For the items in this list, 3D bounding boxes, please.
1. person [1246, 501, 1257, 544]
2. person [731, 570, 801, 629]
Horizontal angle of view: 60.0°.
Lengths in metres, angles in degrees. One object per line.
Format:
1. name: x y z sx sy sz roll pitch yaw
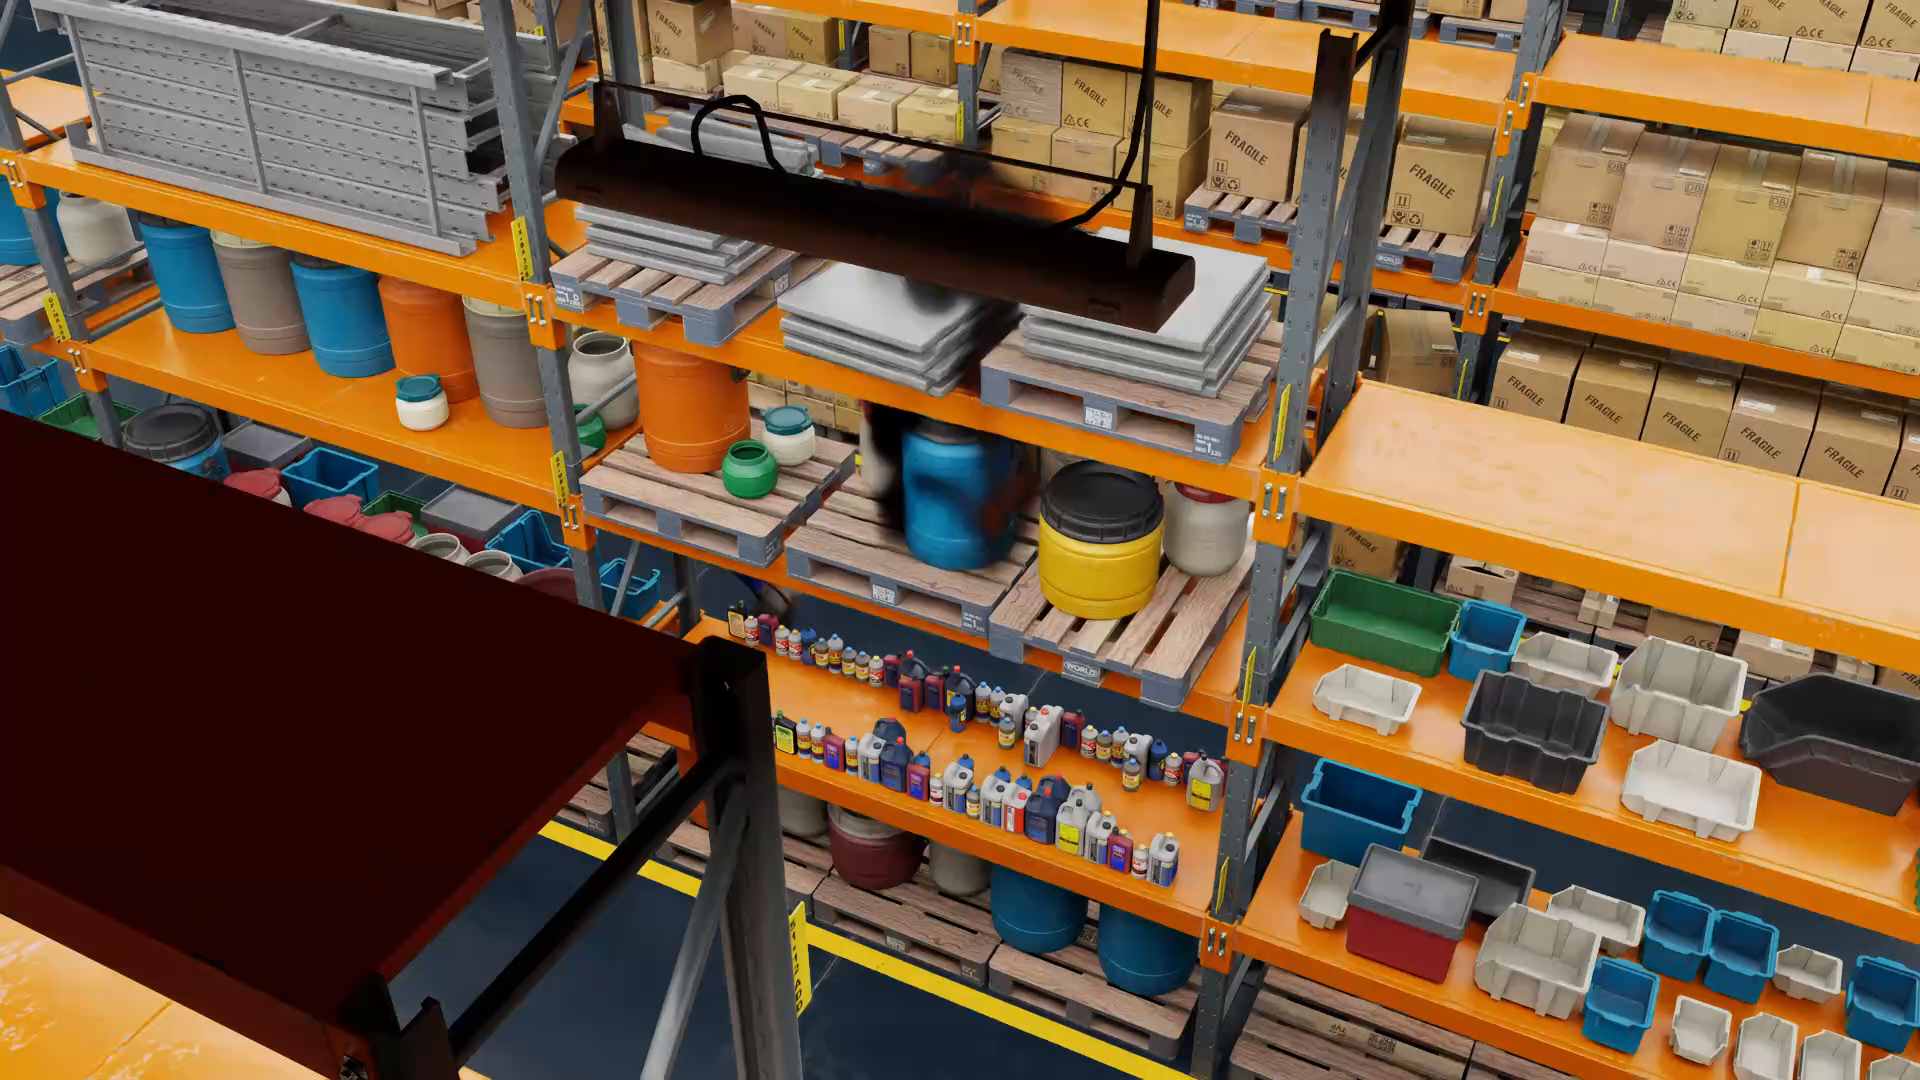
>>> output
1. person: 1.993 0.238 11.986 0.711 1.791 0.677 10 36 14
2. person: -1.440 0.448 12.046 0.967 1.361 0.563 10 36 13
